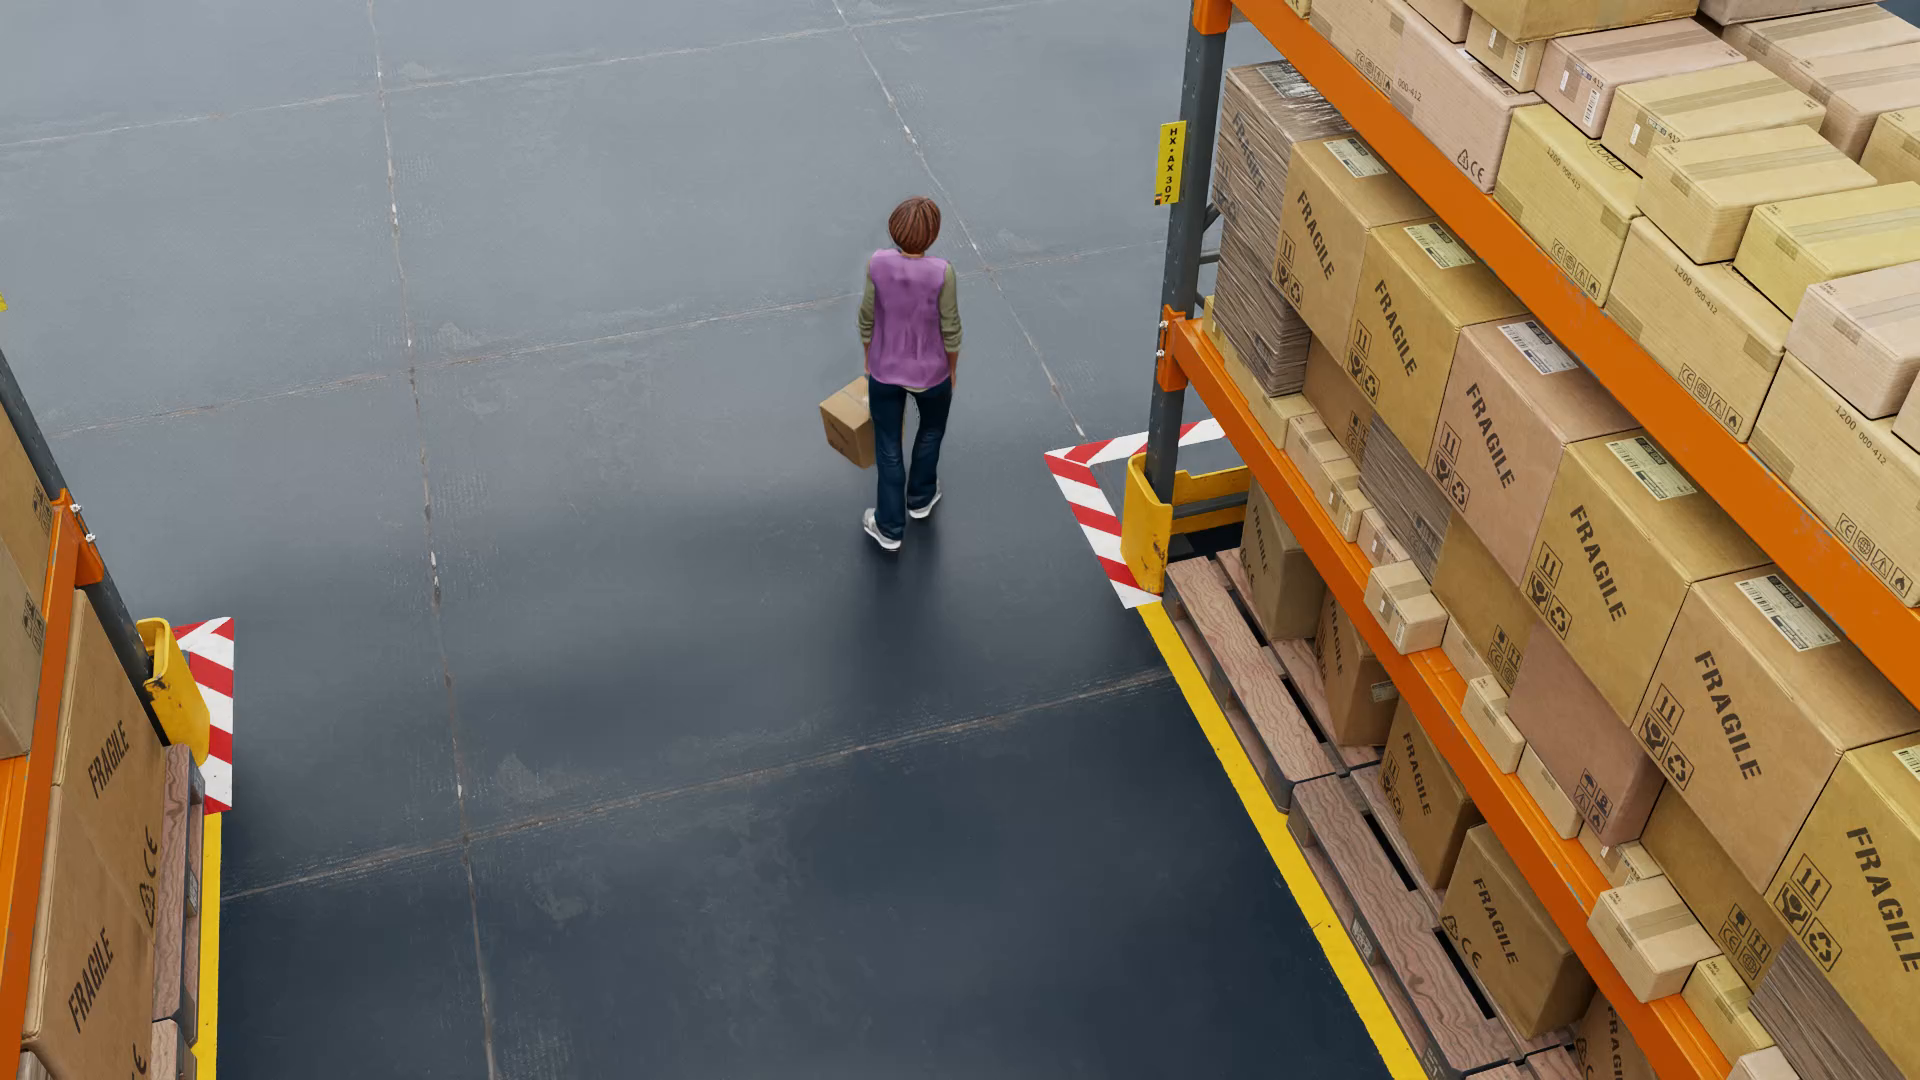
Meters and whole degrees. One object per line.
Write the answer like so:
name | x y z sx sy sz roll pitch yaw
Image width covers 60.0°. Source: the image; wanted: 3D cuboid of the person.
person | -0.211 -0.669 6.897 0.442 1.578 0.521 6 43 6
